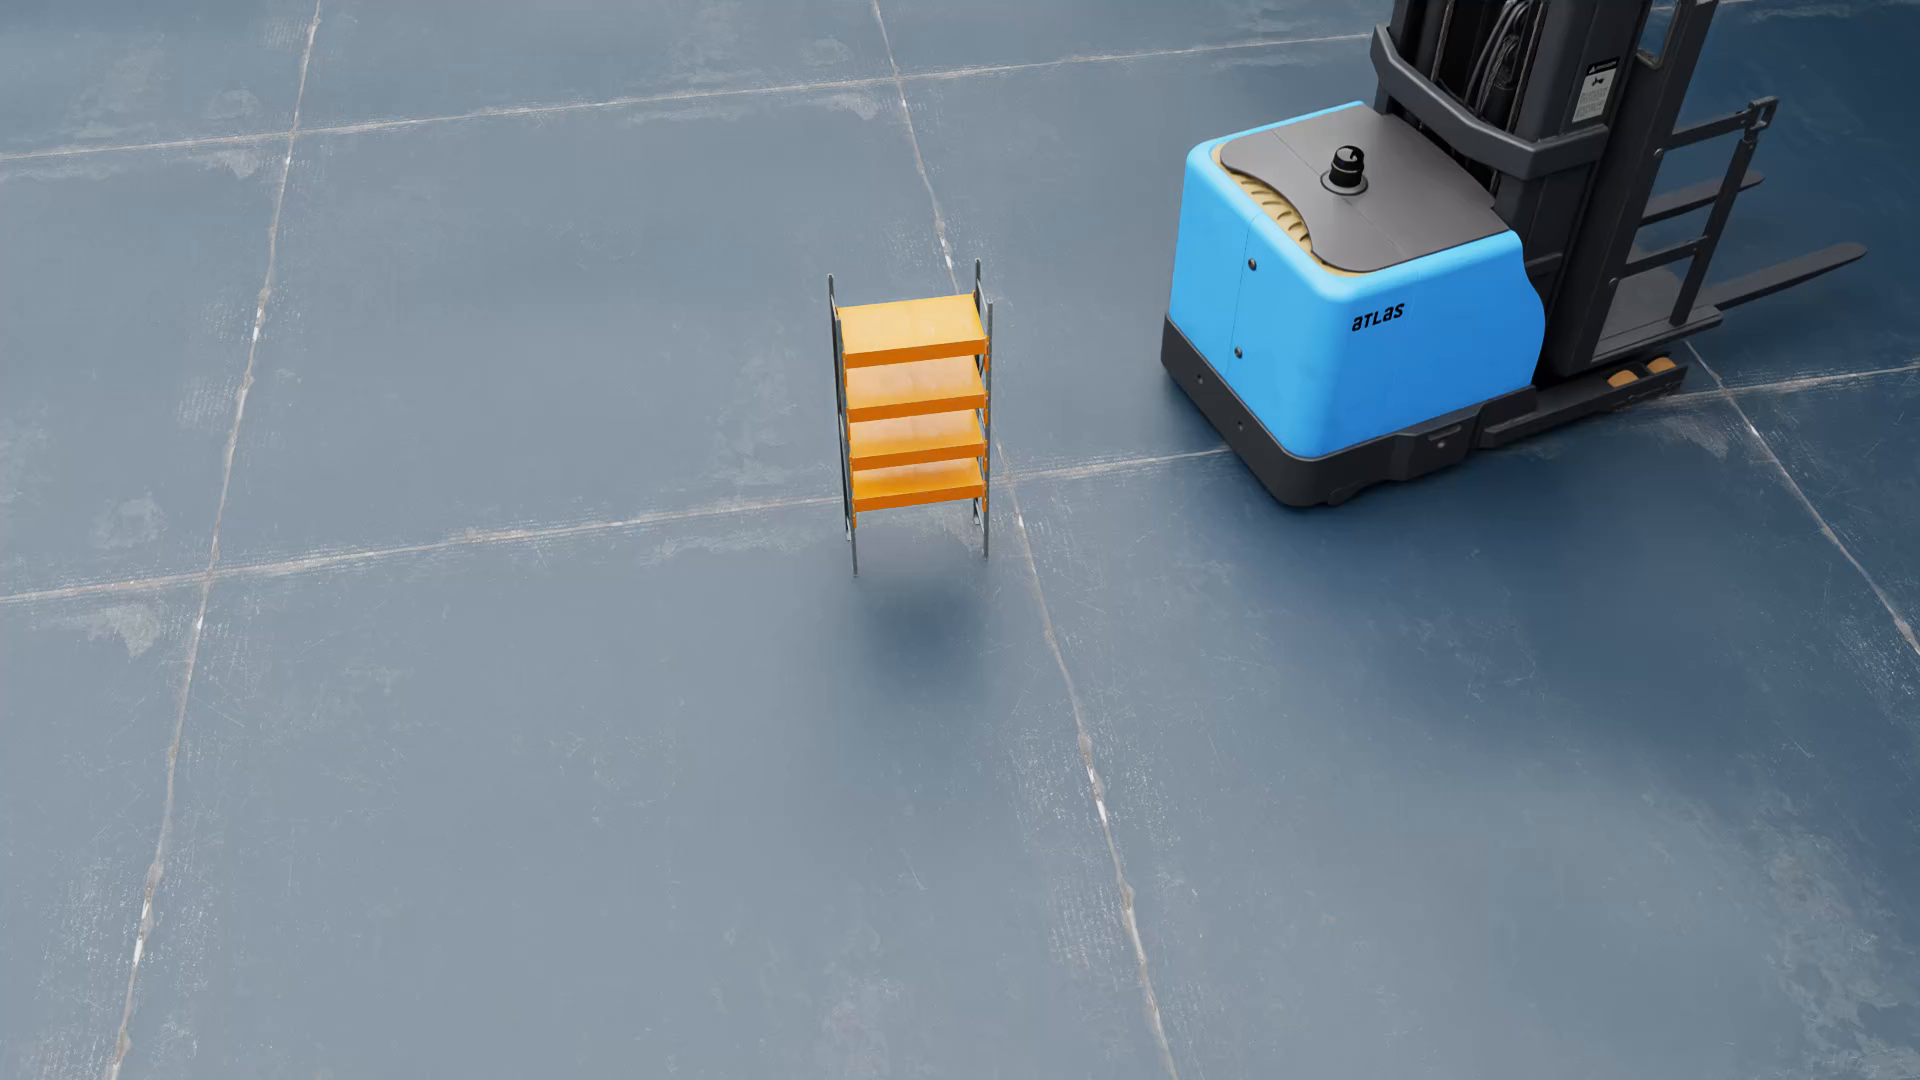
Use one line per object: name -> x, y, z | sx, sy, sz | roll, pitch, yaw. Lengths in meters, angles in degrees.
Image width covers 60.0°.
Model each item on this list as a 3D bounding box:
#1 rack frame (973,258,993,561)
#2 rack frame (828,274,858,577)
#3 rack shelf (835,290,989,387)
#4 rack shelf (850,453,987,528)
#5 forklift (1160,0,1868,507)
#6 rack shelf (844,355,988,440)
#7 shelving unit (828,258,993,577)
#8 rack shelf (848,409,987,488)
rack frame -> 0.077, -0.426, 5.827 | 0.015, 1.200, 0.240 | -7, 46, -7
rack frame -> -0.404, -0.366, 5.769 | 0.015, 1.200, 0.240 | -7, 46, -7
rack shelf -> -0.163, -0.669, 5.515 | 0.480, 0.148, 0.258 | -7, 46, -7
rack shelf -> -0.163, -0.212, 5.990 | 0.480, 0.148, 0.258 | -7, 46, -7
forklift -> 2.388, -1.867, 6.014 | 3.031, 2.935, 1.130 | -18, 49, -17
rack shelf -> -0.163, -0.505, 5.686 | 0.480, 0.148, 0.258 | -7, 46, -7
shelving unit -> -0.163, -0.396, 5.798 | 0.503, 1.200, 0.258 | -7, 46, -7
rack shelf -> -0.163, -0.349, 5.847 | 0.480, 0.148, 0.258 | -7, 46, -7
